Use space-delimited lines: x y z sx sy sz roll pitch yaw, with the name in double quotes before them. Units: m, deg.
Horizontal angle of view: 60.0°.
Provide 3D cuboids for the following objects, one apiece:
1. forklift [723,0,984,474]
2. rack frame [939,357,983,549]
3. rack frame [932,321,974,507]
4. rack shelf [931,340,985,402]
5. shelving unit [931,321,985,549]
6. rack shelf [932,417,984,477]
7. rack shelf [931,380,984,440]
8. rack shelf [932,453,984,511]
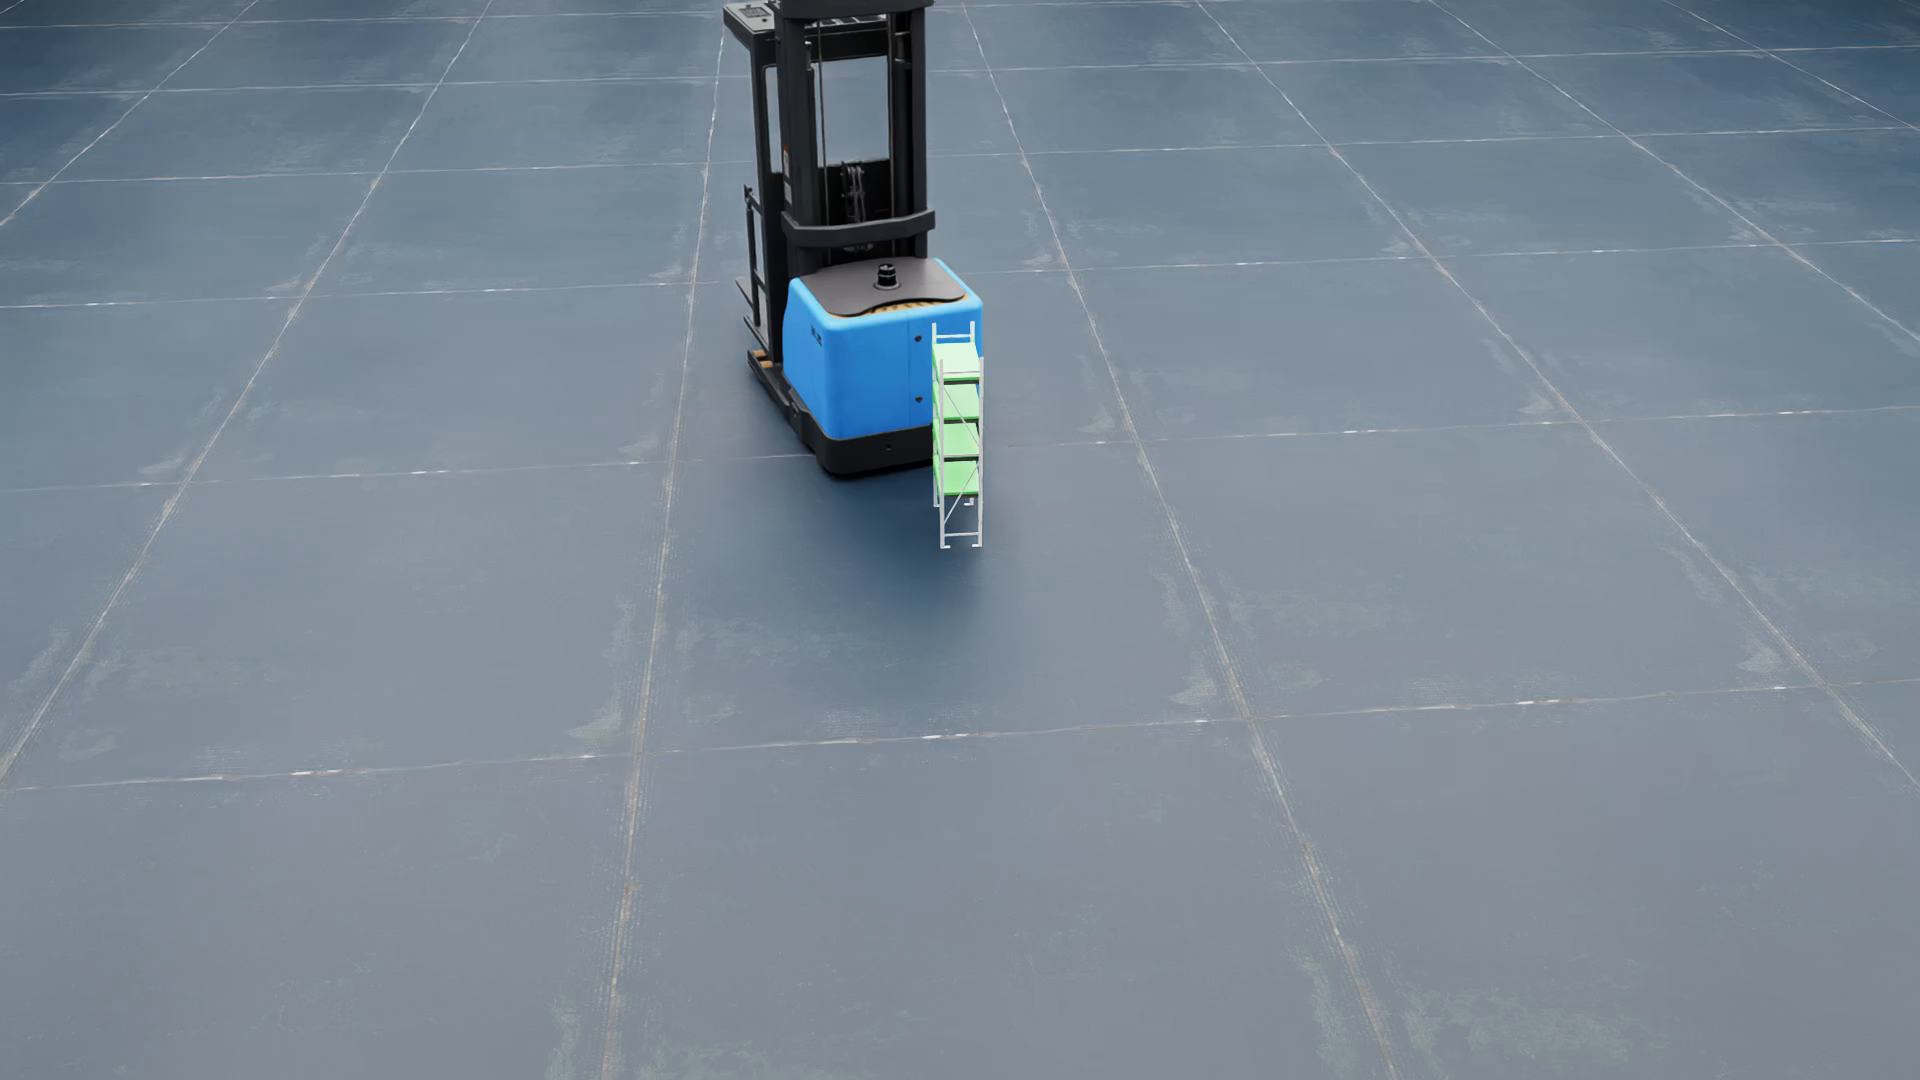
"forklift" -0.850 -2.408 10.923 1.130 2.935 3.031 -11 33 -18
"rack frame" 0.007 -0.475 9.375 0.240 1.200 0.015 -3 31 -5
"rack frame" -0.038 -0.724 9.792 0.240 1.200 0.015 -3 31 -5
"rack shelf" -0.015 -0.957 9.370 0.258 0.148 0.480 -3 31 -5
"shelving unit" -0.015 -0.600 9.584 0.258 1.200 0.503 -3 31 -5
"rack shelf" -0.015 -0.545 9.617 0.258 0.148 0.480 -3 31 -5
"rack shelf" -0.015 -0.751 9.494 0.258 0.148 0.480 -3 31 -5
"rack shelf" -0.015 -0.339 9.740 0.258 0.148 0.480 -3 31 -5
